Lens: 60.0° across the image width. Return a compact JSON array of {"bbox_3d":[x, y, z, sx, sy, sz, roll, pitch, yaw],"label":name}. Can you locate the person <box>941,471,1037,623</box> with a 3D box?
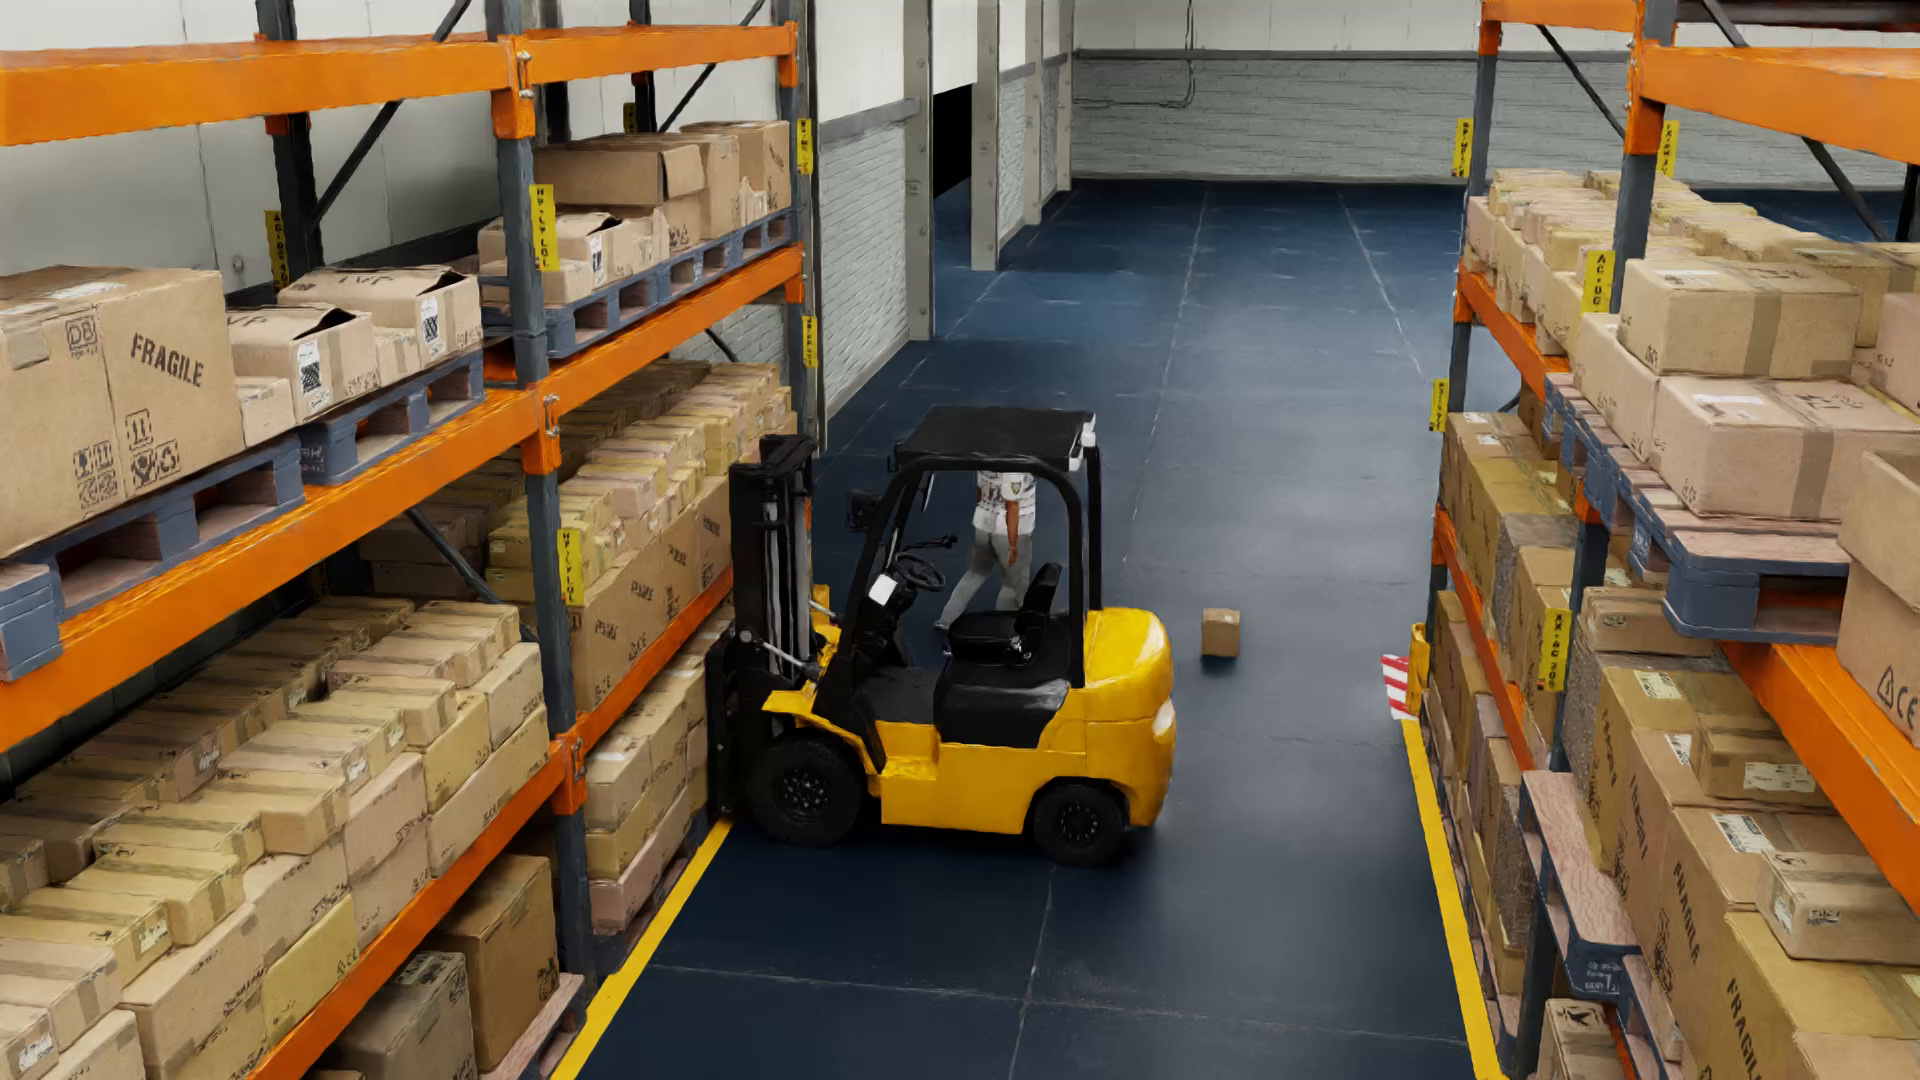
[{"bbox_3d":[0.206,0.025,11.251,0.513,1.355,0.591,-13,22,-34],"label":"person"}]
